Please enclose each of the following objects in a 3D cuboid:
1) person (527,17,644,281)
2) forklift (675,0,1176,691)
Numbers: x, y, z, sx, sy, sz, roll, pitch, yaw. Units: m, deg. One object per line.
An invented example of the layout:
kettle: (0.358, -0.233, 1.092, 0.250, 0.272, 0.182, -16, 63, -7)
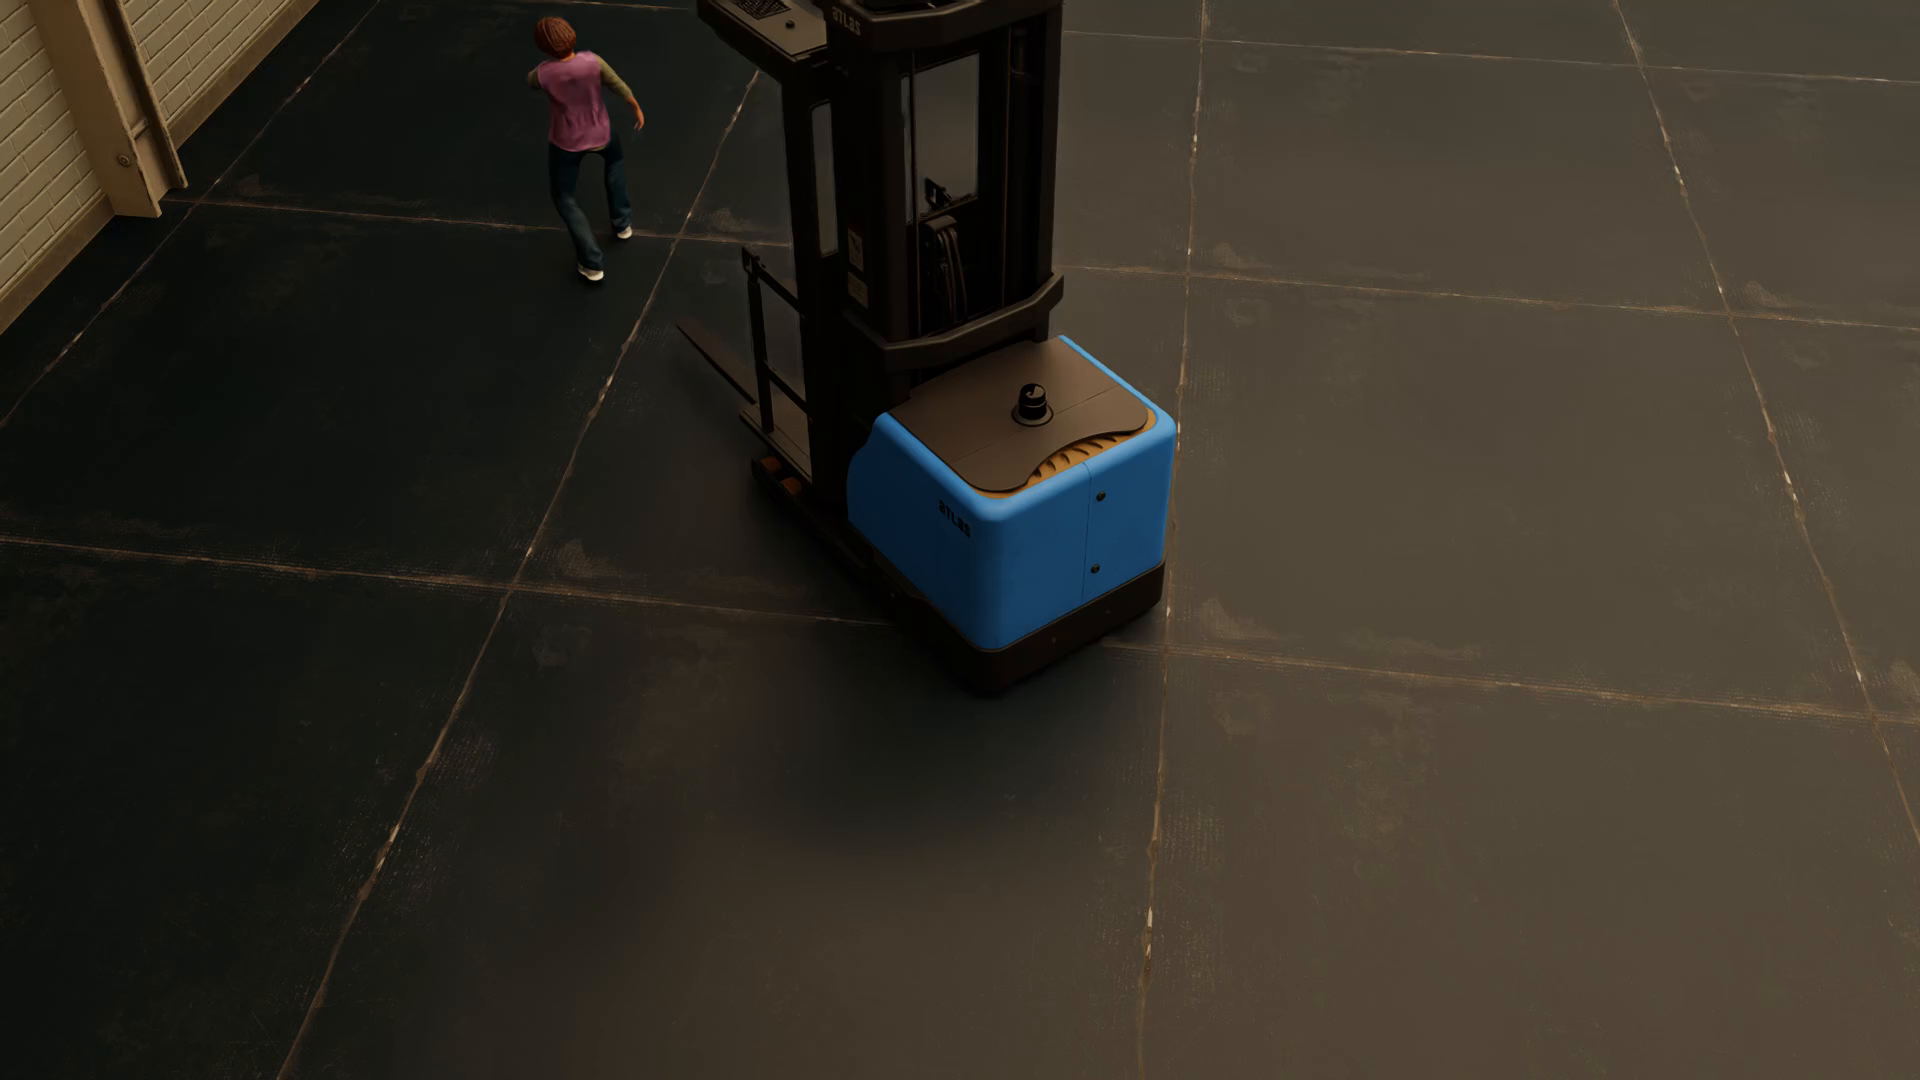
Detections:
person: (-2.068, -2.296, 9.293, 0.623, 1.491, 0.792, -24, 48, -24)
forklift: (-0.359, -1.393, 7.241, 1.130, 2.935, 3.031, -26, 49, -26)
